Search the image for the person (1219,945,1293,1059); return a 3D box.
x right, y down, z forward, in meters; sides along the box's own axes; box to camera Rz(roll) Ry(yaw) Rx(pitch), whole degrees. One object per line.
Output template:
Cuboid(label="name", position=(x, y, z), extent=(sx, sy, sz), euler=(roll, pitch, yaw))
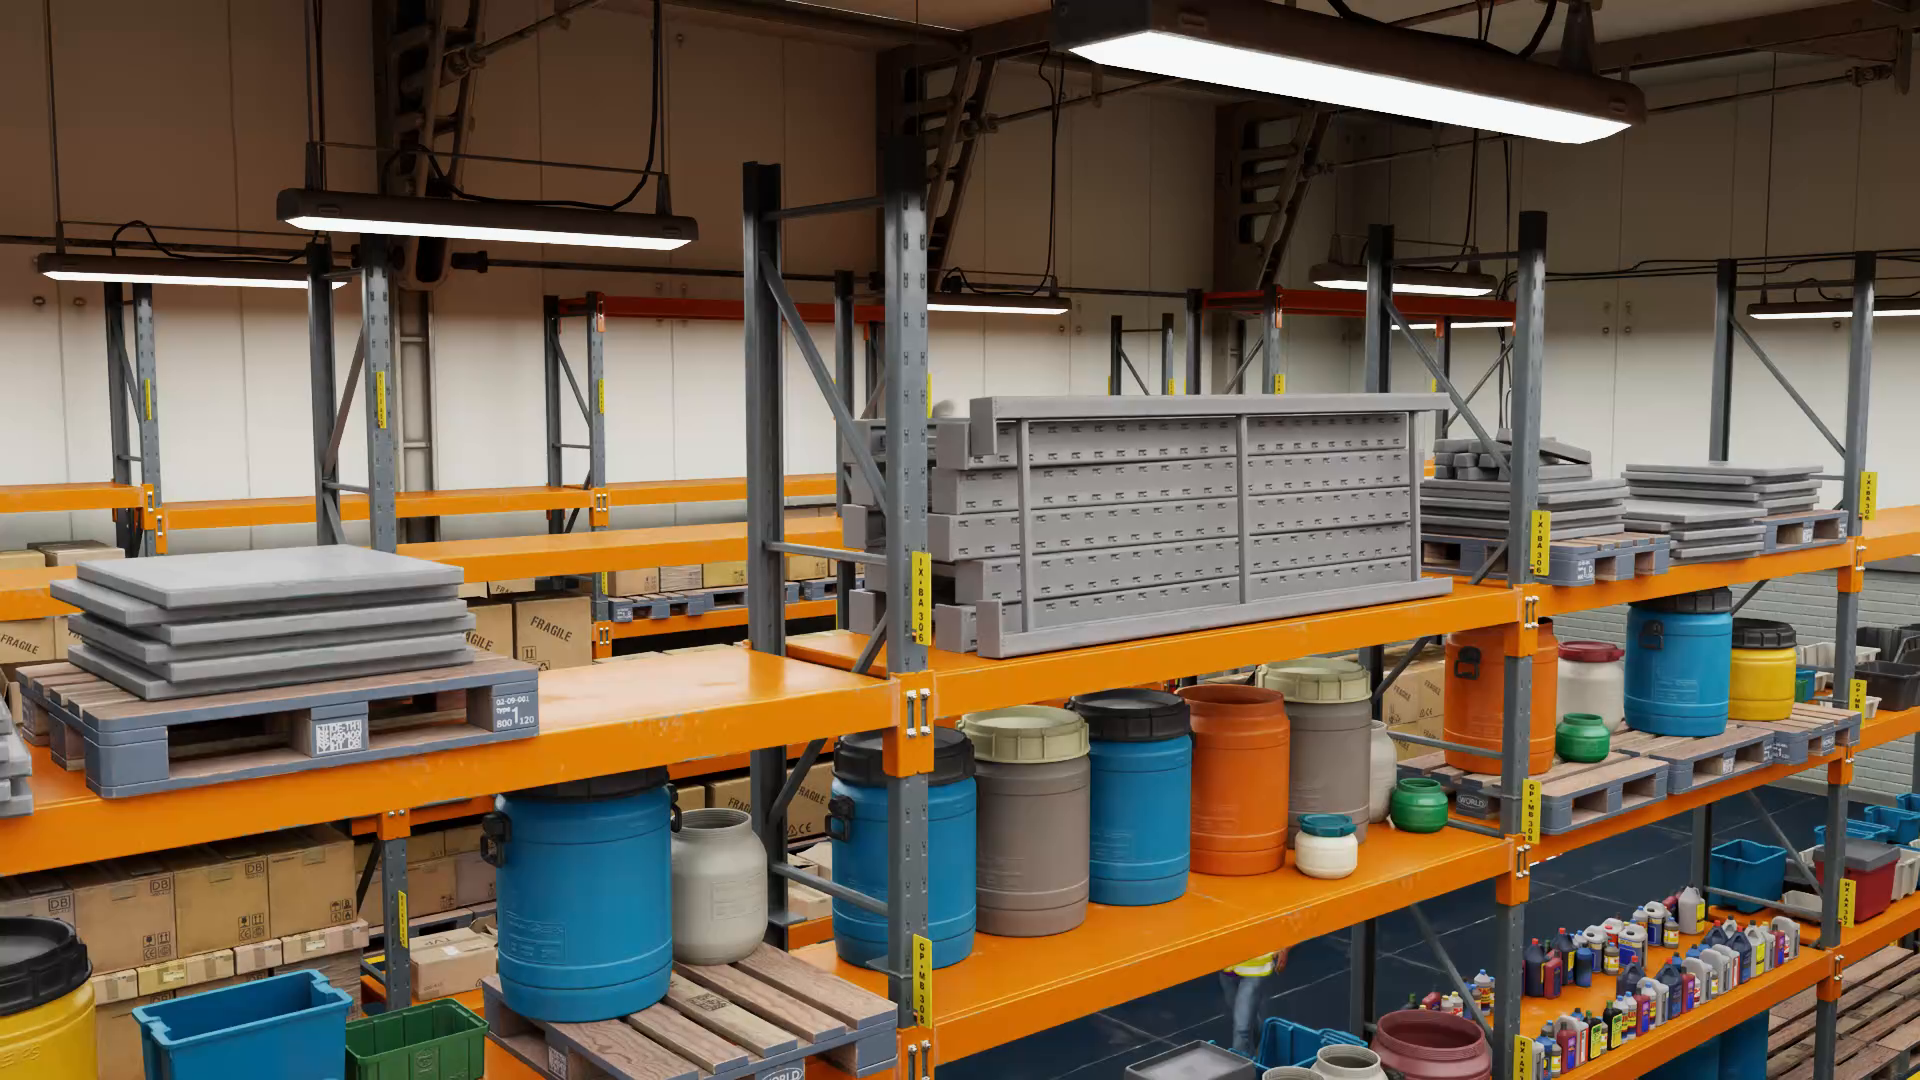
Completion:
Cuboid(label="person", position=(2.052, 3.119, 12.006), extent=(0.694, 1.787, 0.957), euler=(5, 7, 41))
